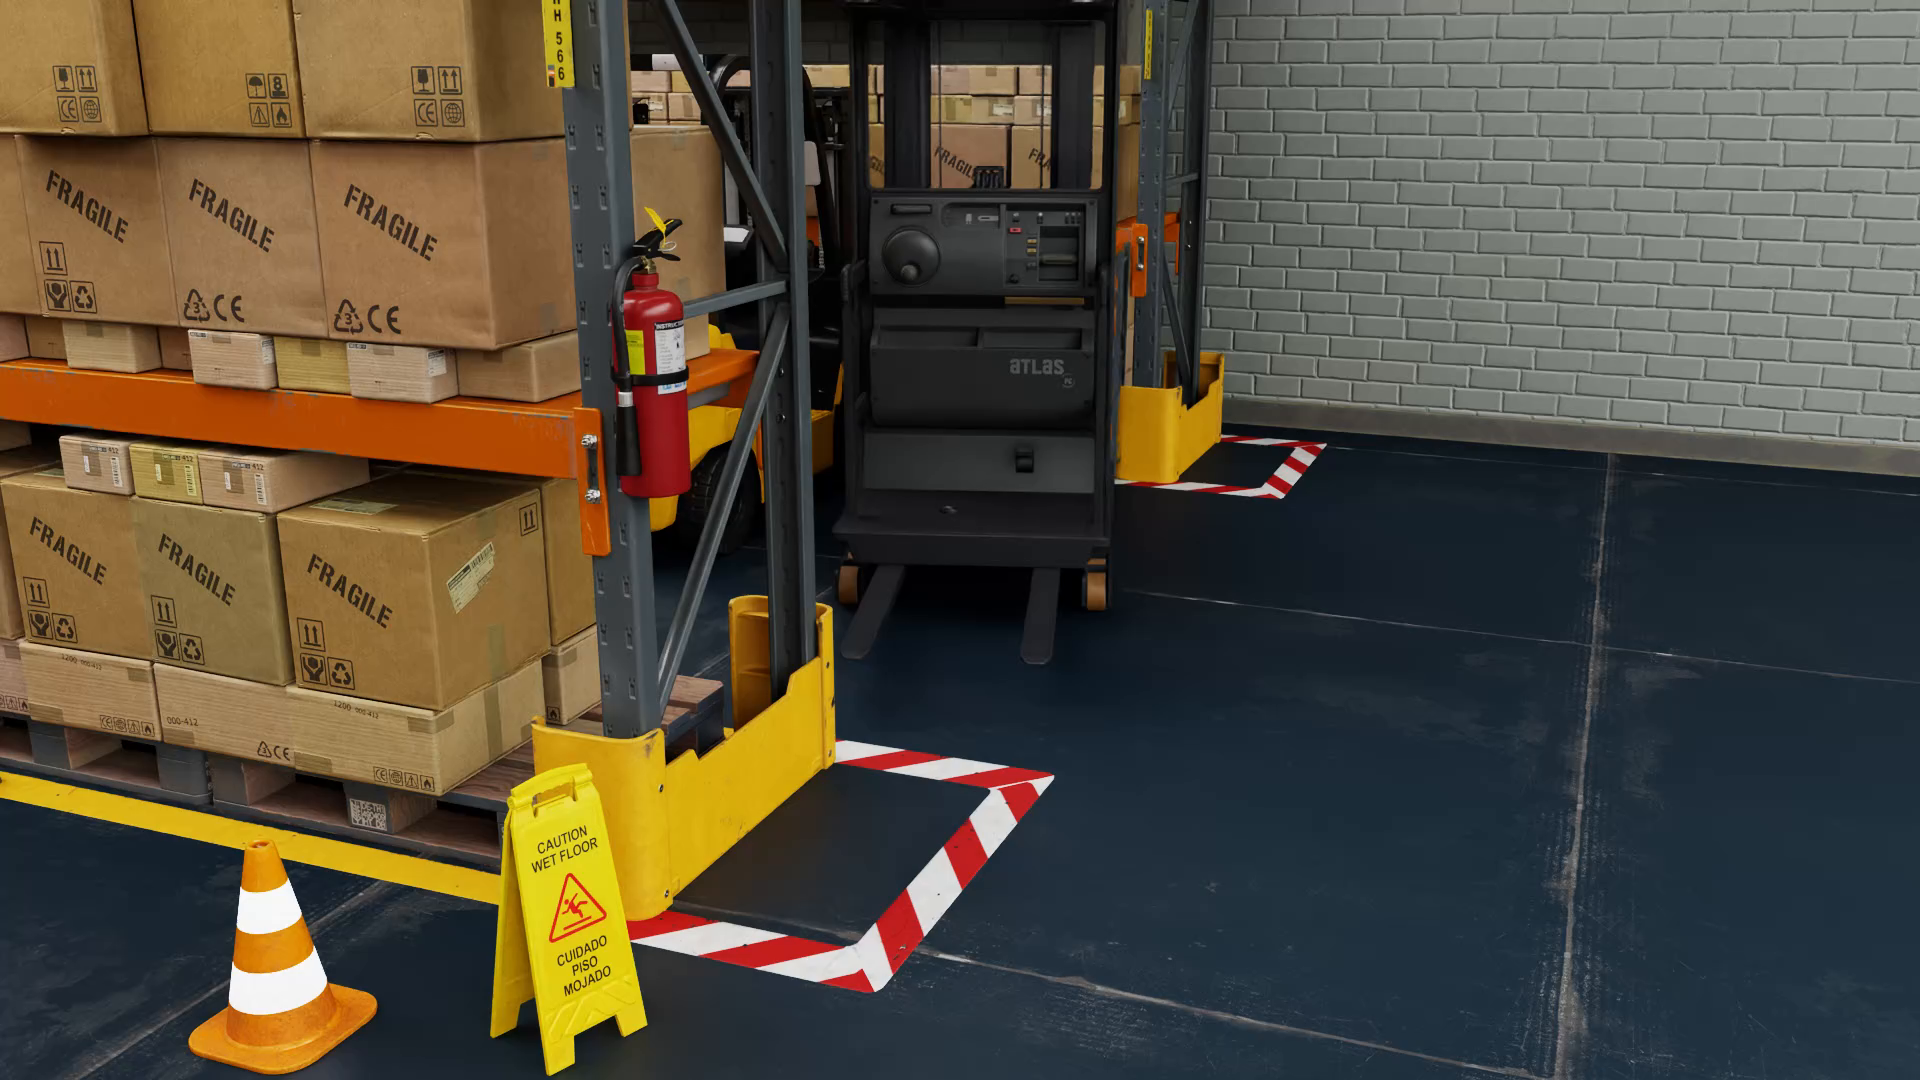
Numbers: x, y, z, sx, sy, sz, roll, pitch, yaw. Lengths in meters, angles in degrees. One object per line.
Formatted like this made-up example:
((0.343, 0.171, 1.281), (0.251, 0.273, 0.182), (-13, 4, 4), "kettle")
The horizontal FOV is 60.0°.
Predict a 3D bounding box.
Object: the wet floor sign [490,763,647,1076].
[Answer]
((-0.894, 0.814, 3.712), (0.232, 0.644, 0.267), (14, 21, 40), "wet floor sign")

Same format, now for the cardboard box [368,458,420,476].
((-1.838, -0.064, 5.347), (0.500, 0.500, 0.500), (6, 17, 19), "cardboard box")

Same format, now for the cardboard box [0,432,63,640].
((-2.966, -0.028, 5.225), (0.500, 0.500, 0.500), (7, 18, 24), "cardboard box")

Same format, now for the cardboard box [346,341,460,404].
((-1.381, -0.473, 4.373), (0.250, 0.149, 0.380), (6, 17, 20), "cardboard box")

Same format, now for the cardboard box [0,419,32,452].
((-3.125, -0.338, 5.128), (0.250, 0.149, 0.380), (7, 18, 24), "cardboard box")

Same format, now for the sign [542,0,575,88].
((-0.901, -1.179, 3.713), (0.005, 0.325, 0.100), (6, 17, 21), "sign")

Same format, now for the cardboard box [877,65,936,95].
((-0.253, -2.465, 8.909), (0.250, 0.149, 0.380), (7, 18, 22), "cardboard box")

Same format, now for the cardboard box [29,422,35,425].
((-3.277, -0.222, 5.890), (0.500, 0.500, 0.500), (7, 17, 22), "cardboard box")

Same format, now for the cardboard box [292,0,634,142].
((-1.234, -1.280, 4.197), (0.500, 0.500, 0.700), (6, 17, 19), "cardboard box")

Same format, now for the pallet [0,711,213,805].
((-2.623, 0.500, 5.572), (1.213, 0.211, 1.003), (6, 17, 21), "pallet")

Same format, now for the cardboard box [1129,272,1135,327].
((0.762, -1.361, 9.366), (0.500, 0.250, 0.500), (6, 17, 20), "cardboard box")

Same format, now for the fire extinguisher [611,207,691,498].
((-0.741, -0.445, 3.966), (0.183, 0.674, 0.296), (6, 17, 21), "fire extinguisher")

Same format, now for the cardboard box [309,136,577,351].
((-1.284, -0.788, 4.296), (0.500, 0.500, 0.500), (6, 17, 20), "cardboard box")

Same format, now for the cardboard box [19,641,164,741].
((-2.497, 0.385, 5.145), (0.500, 0.250, 0.500), (6, 17, 19), "cardboard box")

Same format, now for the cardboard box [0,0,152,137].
((-2.214, -1.359, 4.470), (0.500, 0.500, 0.700), (6, 17, 20), "cardboard box")

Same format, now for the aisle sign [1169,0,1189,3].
((1.093, -3.067, 8.195), (0.004, 0.787, 0.394), (6, 17, 21), "aisle sign")

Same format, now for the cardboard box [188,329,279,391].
((-1.862, -0.523, 4.546), (0.250, 0.149, 0.380), (7, 17, 22), "cardboard box")

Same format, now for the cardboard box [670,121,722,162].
((-1.303, -2.145, 9.502), (0.500, 0.500, 0.500), (6, 17, 20), "cardboard box")

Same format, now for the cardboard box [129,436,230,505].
((-2.118, -0.227, 4.747), (0.250, 0.149, 0.380), (7, 17, 22), "cardboard box")

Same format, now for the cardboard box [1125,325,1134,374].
((0.778, -1.125, 9.449), (0.500, 0.250, 0.500), (7, 17, 22), "cardboard box")

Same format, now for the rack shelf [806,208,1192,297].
((-0.721, -1.760, 9.648), (4.000, 0.370, 1.077), (6, 17, 21), "rack shelf")

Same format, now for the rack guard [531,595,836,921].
((-0.749, 0.579, 4.782), (0.348, 0.500, 1.175), (6, 17, 21), "rack guard")

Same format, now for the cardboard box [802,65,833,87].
((-0.700, -2.541, 9.170), (0.250, 0.149, 0.380), (7, 17, 21), "cardboard box")

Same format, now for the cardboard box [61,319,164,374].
((-2.320, -0.588, 4.771), (0.250, 0.149, 0.380), (6, 17, 20), "cardboard box")

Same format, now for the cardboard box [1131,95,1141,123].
((0.919, -2.363, 9.089), (0.250, 0.149, 0.380), (6, 17, 19), "cardboard box")

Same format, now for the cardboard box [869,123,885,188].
((-0.371, -2.039, 9.139), (0.500, 0.500, 0.500), (6, 17, 20), "cardboard box")

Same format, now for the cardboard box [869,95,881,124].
((-0.488, -2.348, 9.040), (0.250, 0.149, 0.380), (6, 17, 21), "cardboard box")

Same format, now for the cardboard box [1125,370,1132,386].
((0.754, -0.883, 9.515), (0.500, 0.250, 0.500), (6, 17, 21), "cardboard box")

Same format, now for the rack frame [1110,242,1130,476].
((0.806, -0.916, 8.398), (0.032, 1.125, 0.500), (3, 15, 9), "rack frame")

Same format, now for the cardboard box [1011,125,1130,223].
((0.585, -1.932, 8.767), (0.500, 0.500, 0.500), (6, 17, 19), "cardboard box")

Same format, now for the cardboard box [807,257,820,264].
((-1.110, -1.568, 10.081), (0.500, 0.250, 0.500), (6, 17, 21), "cardboard box")

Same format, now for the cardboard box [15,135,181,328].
((-2.213, -0.893, 4.656), (0.500, 0.500, 0.500), (6, 17, 20), "cardboard box")

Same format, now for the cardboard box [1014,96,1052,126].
((0.465, -2.242, 8.674), (0.250, 0.149, 0.380), (7, 17, 22), "cardboard box")

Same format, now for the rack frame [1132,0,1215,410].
((1.139, -1.901, 8.843), (0.127, 3.000, 1.000), (6, 17, 21), "rack frame")

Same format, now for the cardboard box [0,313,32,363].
((-2.793, -0.635, 4.931), (0.250, 0.149, 0.380), (6, 17, 20), "cardboard box")

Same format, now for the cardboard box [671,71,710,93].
((-1.424, -2.604, 9.386), (0.250, 0.149, 0.380), (6, 17, 20), "cardboard box")

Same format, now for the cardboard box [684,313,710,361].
((-0.919, -0.581, 4.746), (0.250, 0.149, 0.380), (6, 17, 21), "cardboard box")

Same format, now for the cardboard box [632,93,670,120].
((-1.685, -2.479, 9.490), (0.250, 0.149, 0.380), (7, 17, 22), "cardboard box")

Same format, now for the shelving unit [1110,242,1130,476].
((0.304, -0.944, 8.475), (1.048, 1.125, 0.538), (3, 15, 9), "shelving unit")

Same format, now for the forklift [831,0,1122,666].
((0.078, -1.214, 6.600), (1.130, 2.935, 3.031), (1, 16, 5), "forklift")

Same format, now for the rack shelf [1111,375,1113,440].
((0.301, -0.708, 8.538), (1.000, 0.278, 0.538), (3, 15, 9), "rack shelf")

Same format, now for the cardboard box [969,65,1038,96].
((0.235, -2.423, 8.762), (0.250, 0.149, 0.380), (7, 17, 22), "cardboard box")

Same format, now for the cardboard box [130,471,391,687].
((-2.006, 0.078, 4.857), (0.500, 0.500, 0.500), (7, 18, 23), "cardboard box")

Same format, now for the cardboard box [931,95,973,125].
((0.020, -2.313, 8.917), (0.250, 0.149, 0.380), (6, 17, 20), "cardboard box")

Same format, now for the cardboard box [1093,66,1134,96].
((0.729, -2.386, 8.635), (0.250, 0.149, 0.380), (6, 17, 21), "cardboard box")

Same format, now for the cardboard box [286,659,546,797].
((-1.552, 0.490, 4.785), (0.500, 0.250, 0.500), (6, 17, 20), "cardboard box")
